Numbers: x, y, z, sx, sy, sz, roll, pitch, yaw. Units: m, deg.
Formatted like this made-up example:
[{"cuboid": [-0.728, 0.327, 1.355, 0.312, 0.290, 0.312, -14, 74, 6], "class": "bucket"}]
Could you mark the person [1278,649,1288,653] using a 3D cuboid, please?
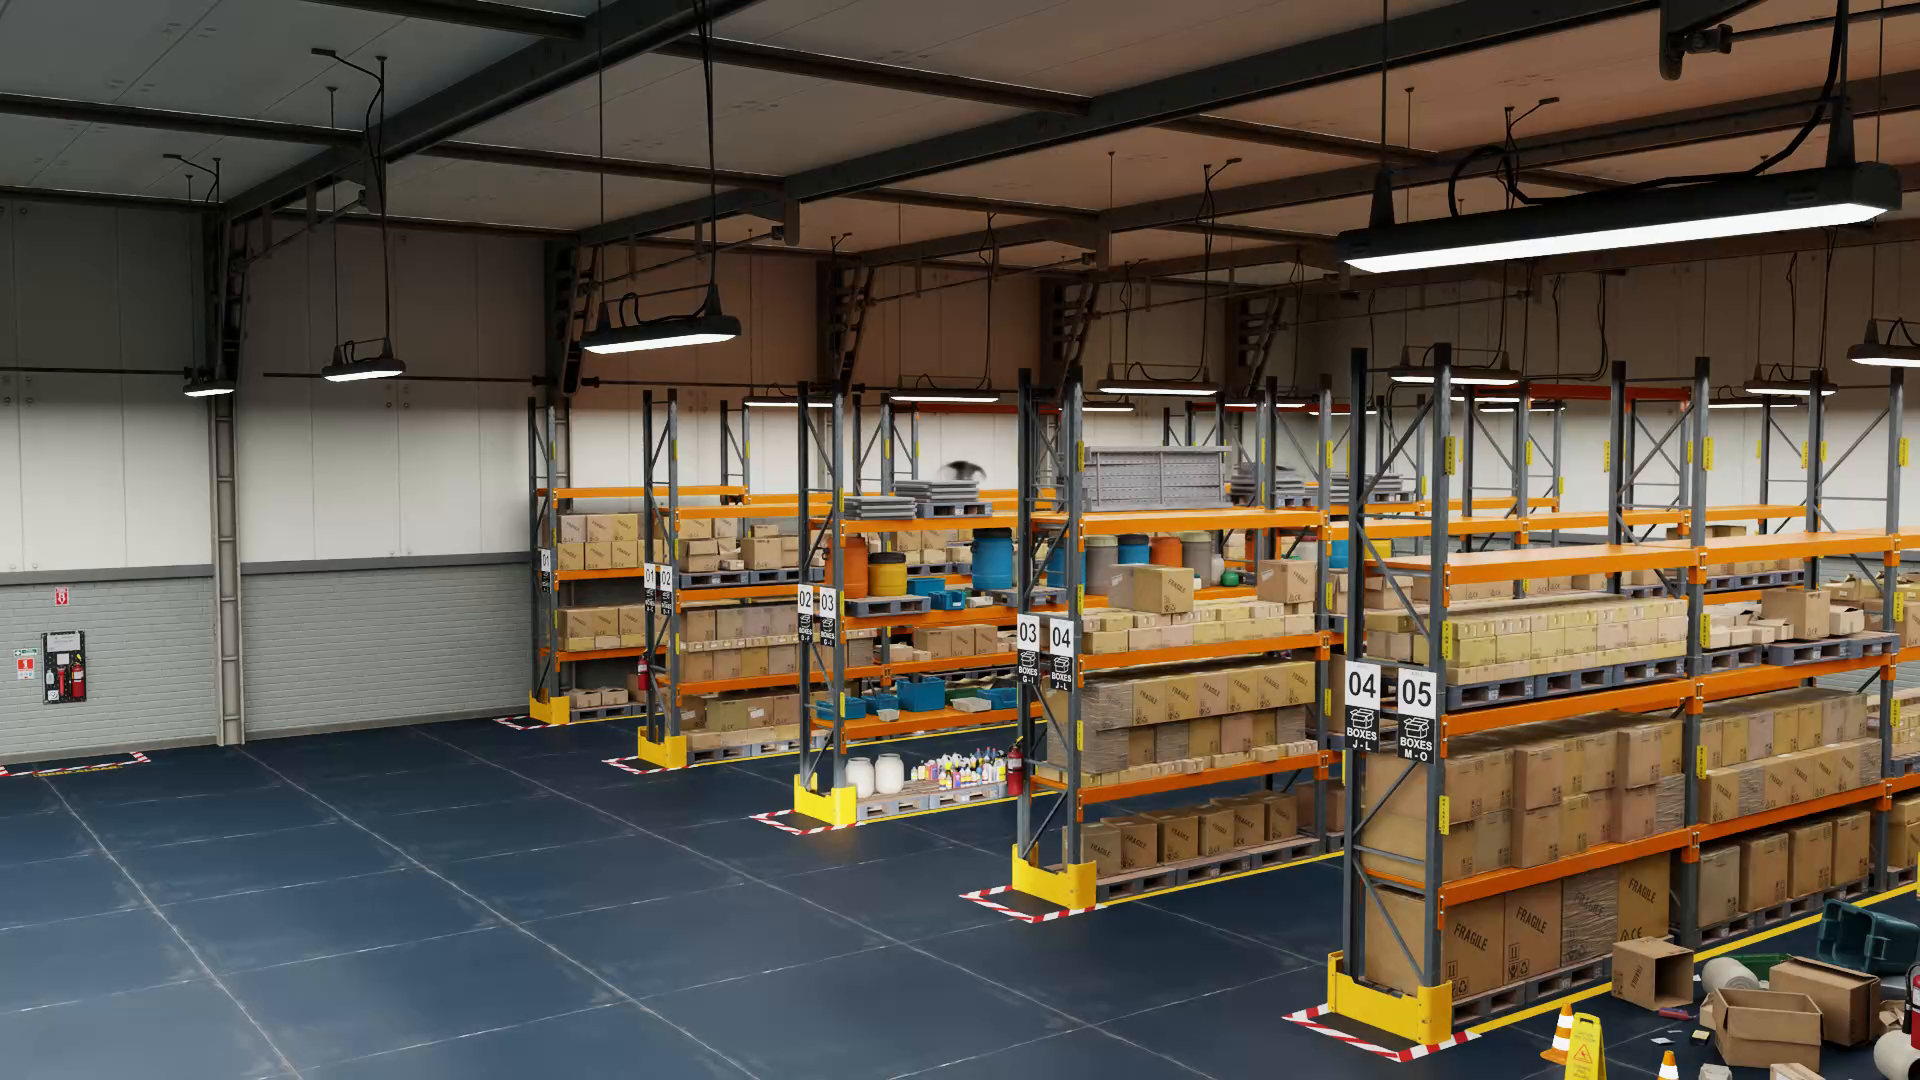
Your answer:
[{"cuboid": [7.819, 2.038, 39.221, 0.648, 1.642, 1.024, -1, 3, -14], "class": "person"}]
